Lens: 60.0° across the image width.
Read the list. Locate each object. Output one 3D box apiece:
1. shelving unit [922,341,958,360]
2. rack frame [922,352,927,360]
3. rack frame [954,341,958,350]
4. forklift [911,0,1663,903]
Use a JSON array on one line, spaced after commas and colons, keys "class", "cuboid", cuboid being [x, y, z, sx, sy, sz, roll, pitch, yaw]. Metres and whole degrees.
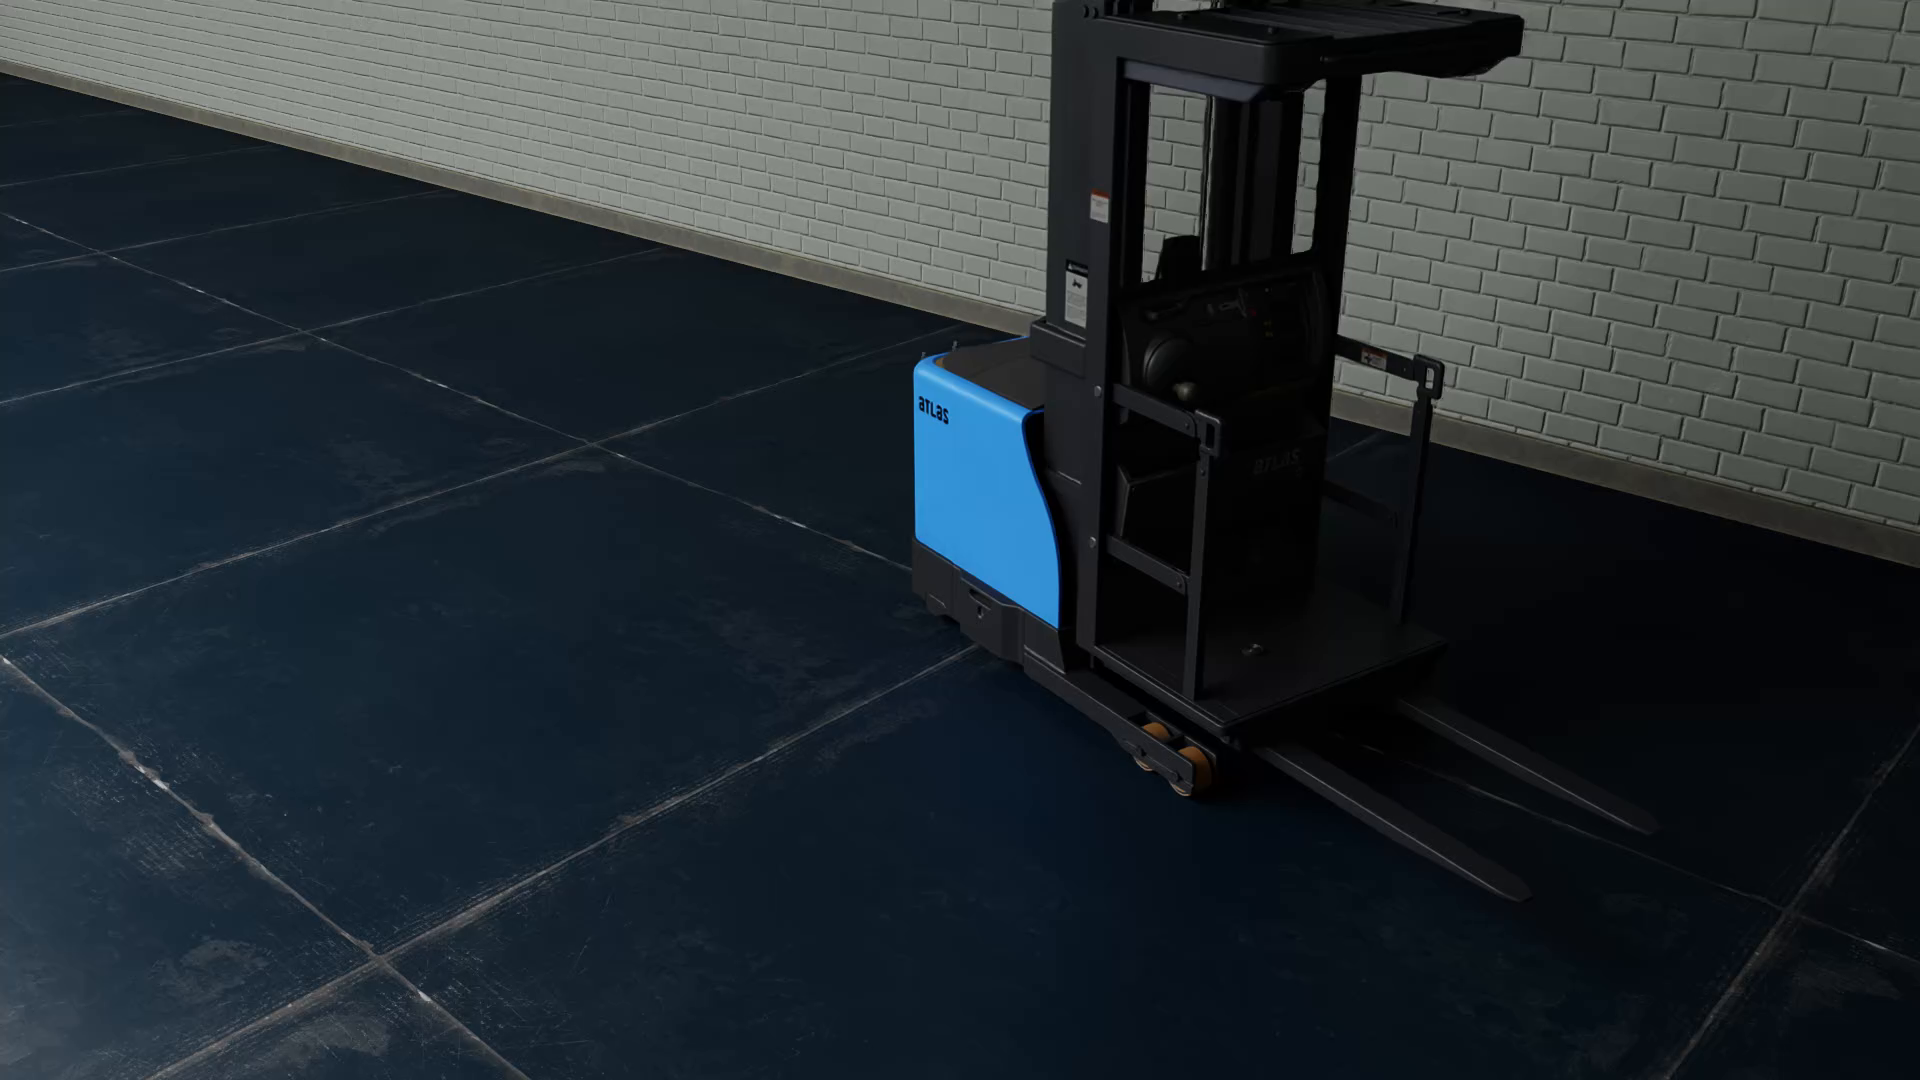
[{"class": "shelving unit", "cuboid": [-0.005, -0.408, 7.422, 0.258, 0.900, 0.210, 20, 31, 38]}, {"class": "rack frame", "cuboid": [-0.073, -0.377, 7.353, 0.240, 0.900, 0.006, 20, 31, 38]}, {"class": "rack frame", "cuboid": [0.062, -0.439, 7.492, 0.240, 0.900, 0.006, 20, 31, 38]}, {"class": "forklift", "cuboid": [1.038, -0.688, 5.563, 1.130, 2.935, 3.031, -15, 28, -31]}]
